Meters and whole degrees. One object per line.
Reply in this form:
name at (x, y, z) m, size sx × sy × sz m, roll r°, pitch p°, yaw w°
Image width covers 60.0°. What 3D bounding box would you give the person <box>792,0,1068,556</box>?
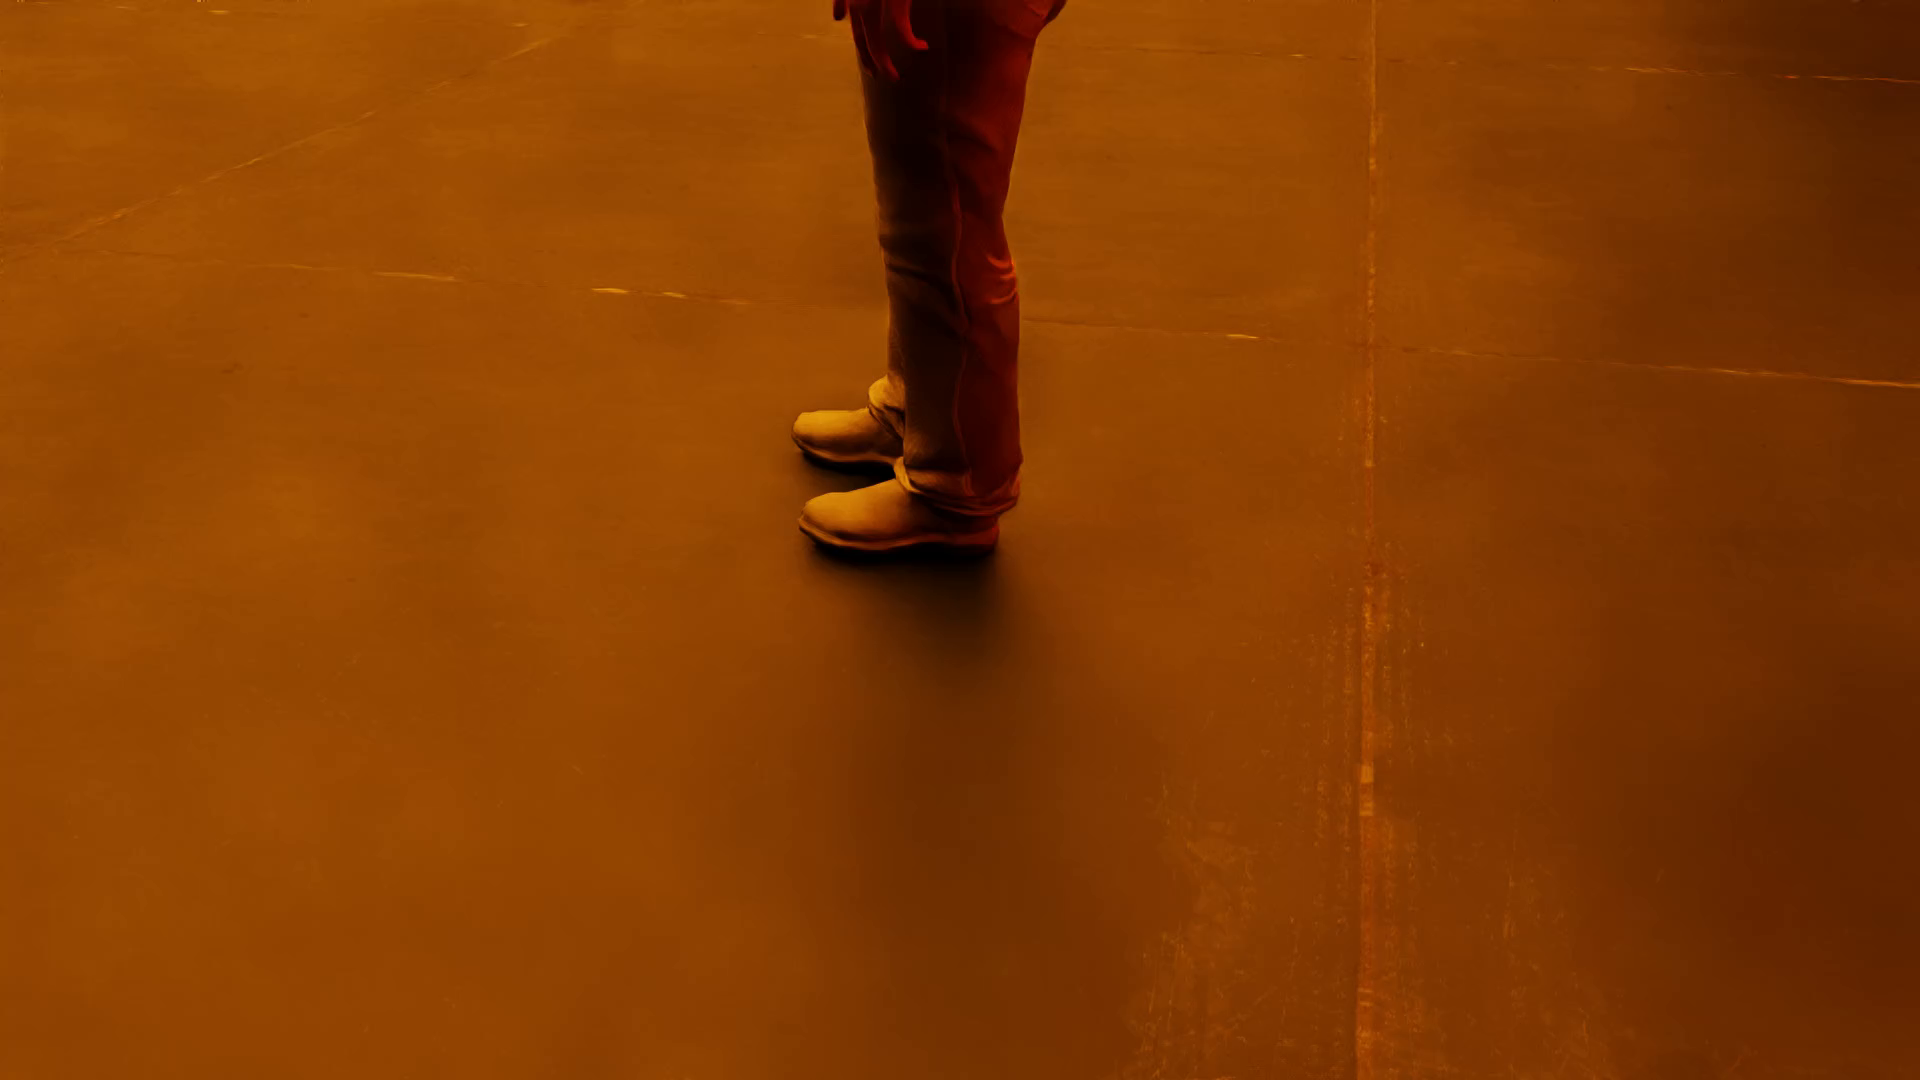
person at (-0.059, -0.808, 2.117) m, size 0.567 × 1.773 × 0.632 m, roll 6°, pitch 27°, yaw 11°
